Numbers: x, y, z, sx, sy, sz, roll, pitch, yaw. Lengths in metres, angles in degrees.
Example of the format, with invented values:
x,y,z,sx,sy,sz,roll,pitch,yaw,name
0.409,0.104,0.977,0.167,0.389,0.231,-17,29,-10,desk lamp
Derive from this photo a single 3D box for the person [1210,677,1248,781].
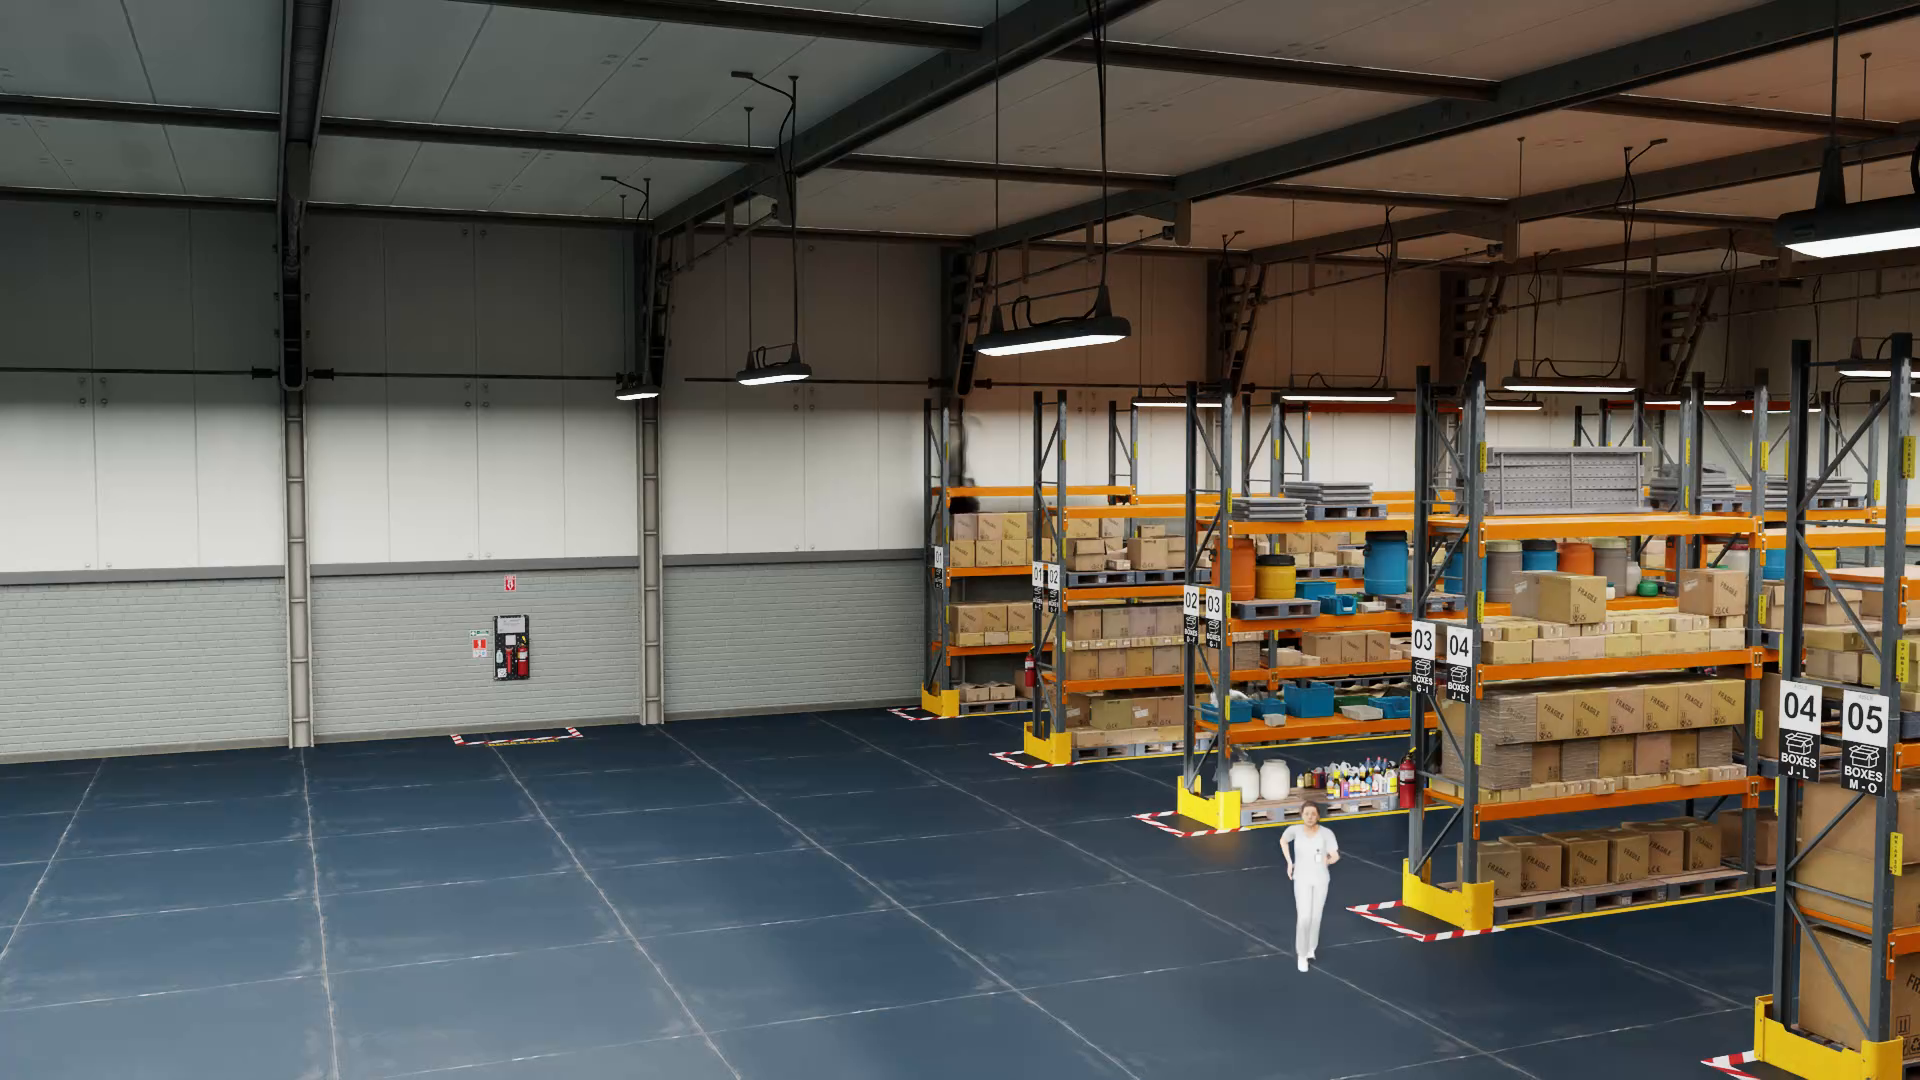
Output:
x,y,z,sx,sy,sz,roll,pitch,yaw,name
4.203,2.877,25.684,0.655,1.627,0.978,3,4,37,person

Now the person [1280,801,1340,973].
x,y,z,sx,sy,sz,roll,pitch,yaw,name
3.427,3.386,16.298,0.565,1.695,0.765,1,3,10,person

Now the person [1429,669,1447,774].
x,y,z,sx,sy,sz,roll,pitch,yaw,name
7.599,2.727,26.044,0.916,1.828,0.697,-2,4,-26,person
